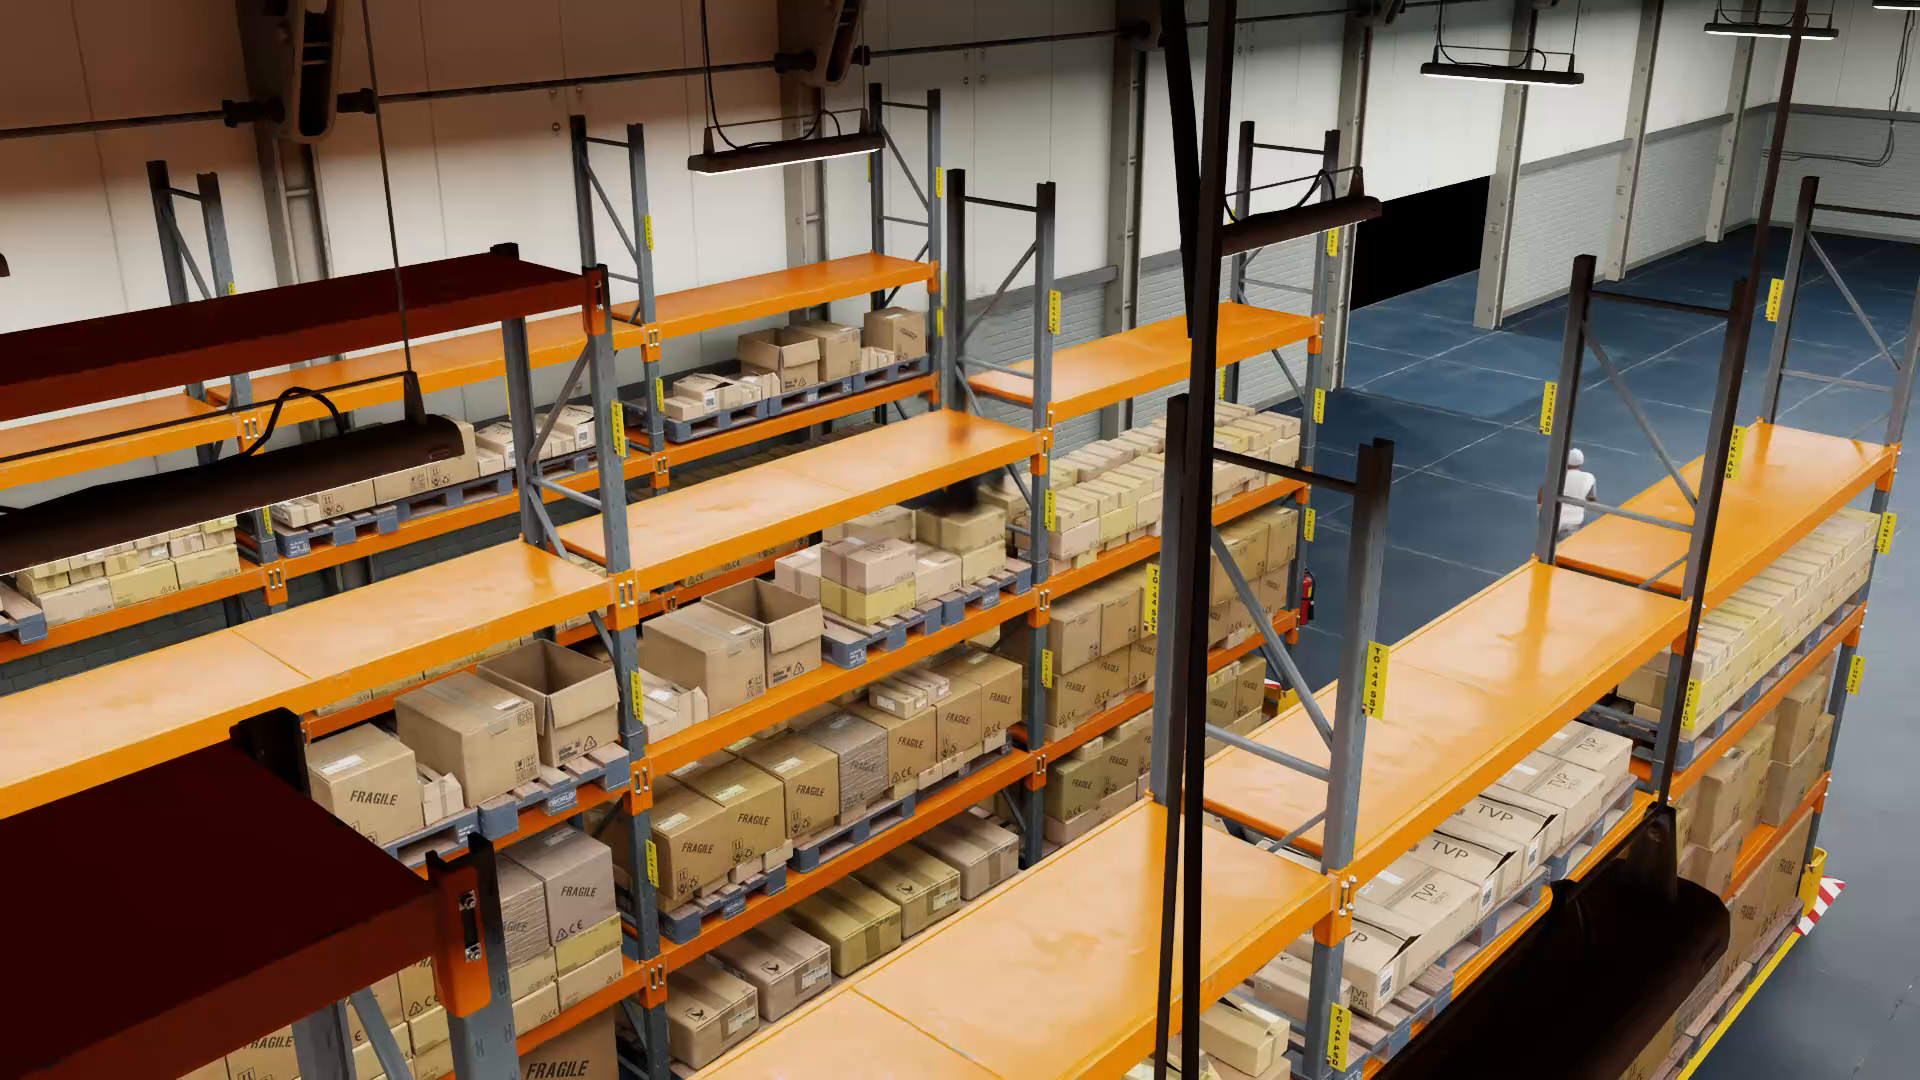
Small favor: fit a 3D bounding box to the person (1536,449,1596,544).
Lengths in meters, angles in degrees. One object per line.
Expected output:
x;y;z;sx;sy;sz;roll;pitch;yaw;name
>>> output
7.361;-0.290;20.332;0.726;1.721;0.728;3;21;9;person
